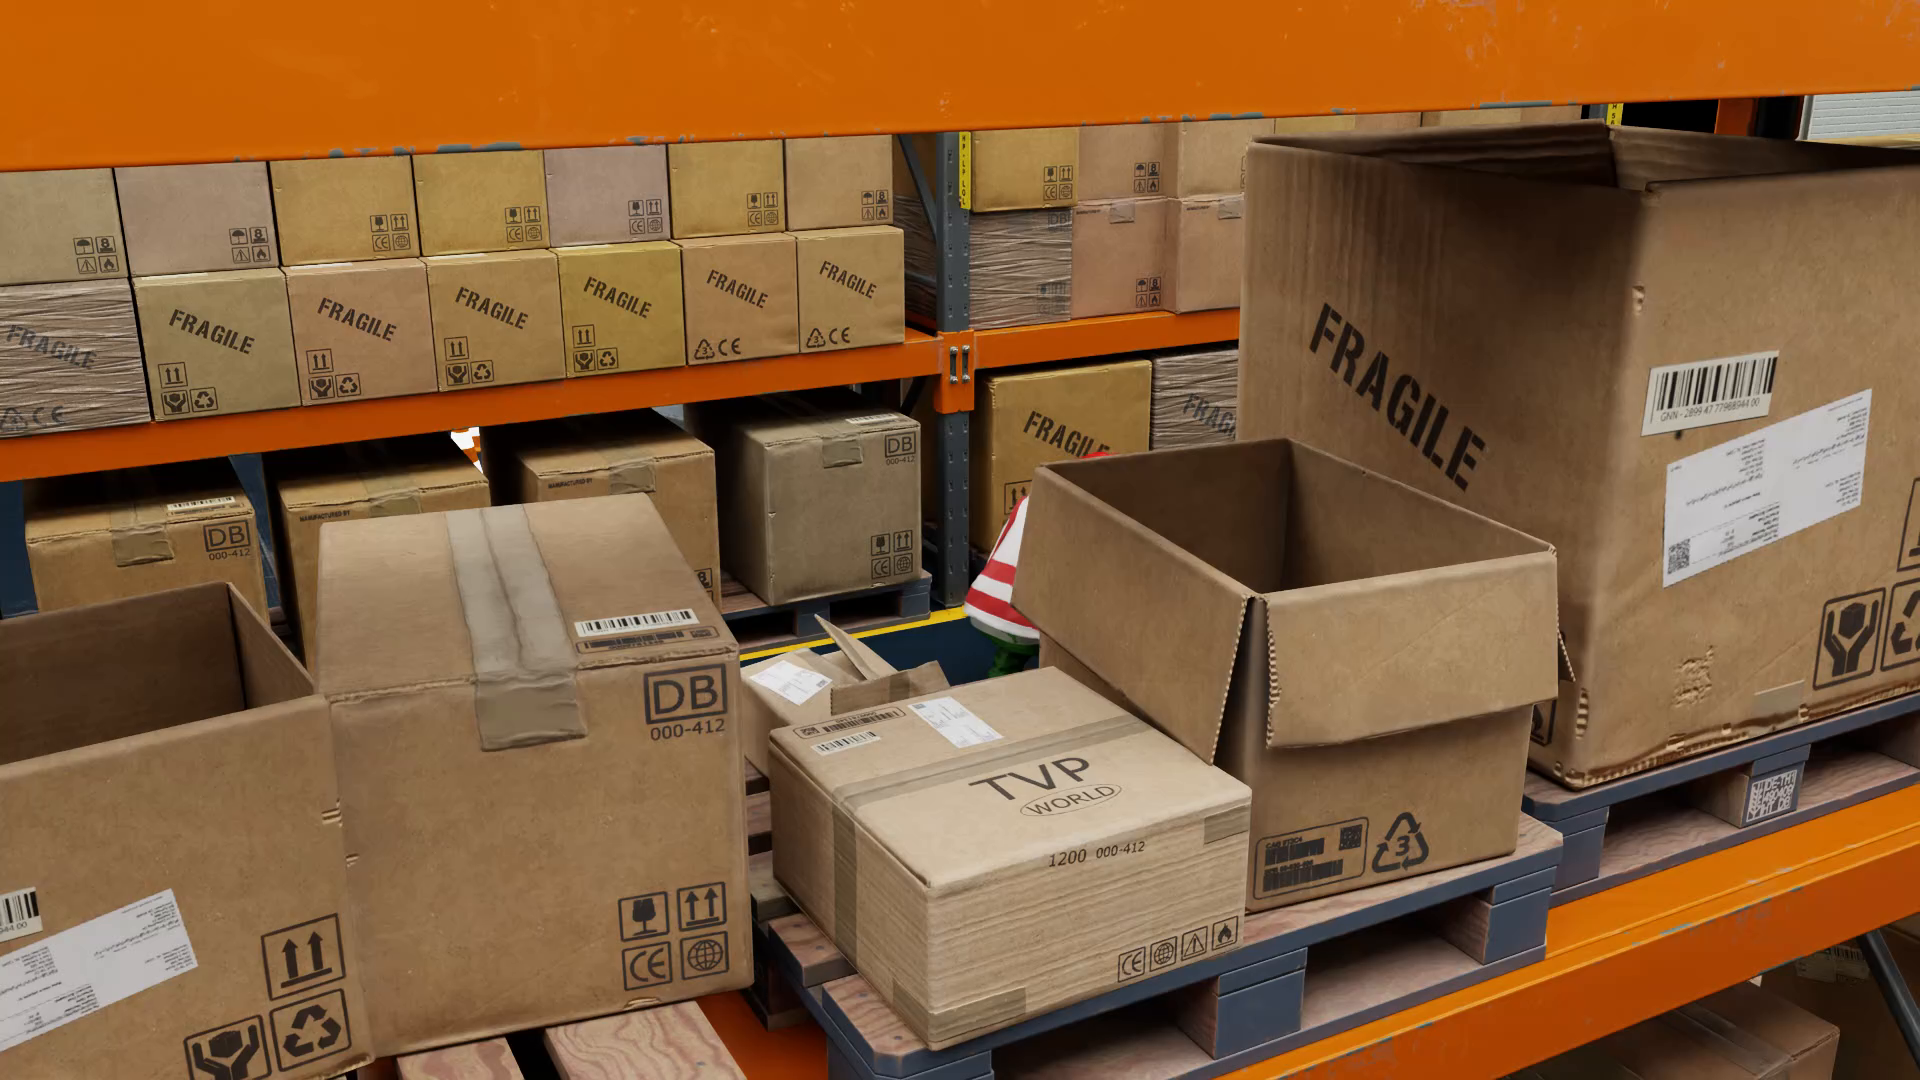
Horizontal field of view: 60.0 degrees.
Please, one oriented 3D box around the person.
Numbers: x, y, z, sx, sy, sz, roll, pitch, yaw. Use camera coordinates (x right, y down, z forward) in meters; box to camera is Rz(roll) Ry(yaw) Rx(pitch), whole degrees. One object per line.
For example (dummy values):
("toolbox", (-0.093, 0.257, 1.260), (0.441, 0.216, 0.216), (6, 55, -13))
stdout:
("person", (0.423, 0.166, 6.823), (0.923, 0.980, 0.551), (-15, 24, -38))
